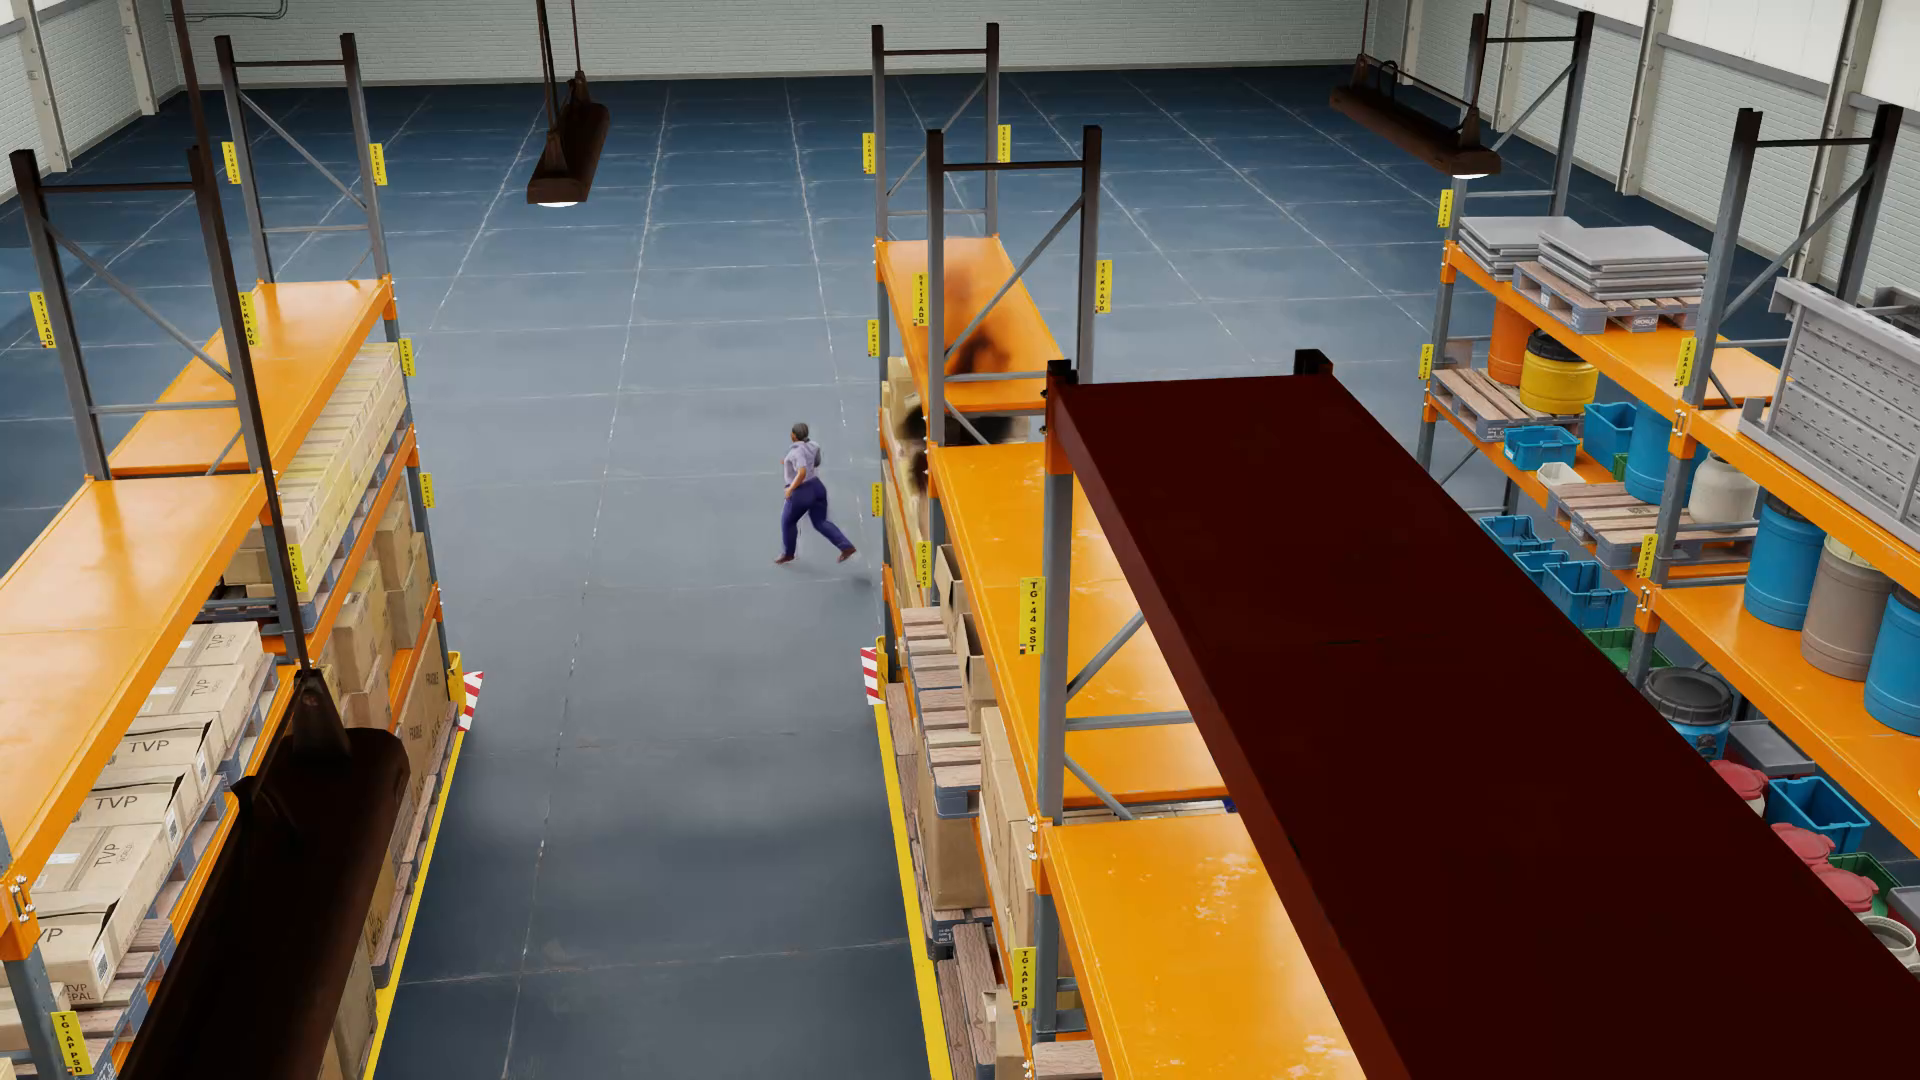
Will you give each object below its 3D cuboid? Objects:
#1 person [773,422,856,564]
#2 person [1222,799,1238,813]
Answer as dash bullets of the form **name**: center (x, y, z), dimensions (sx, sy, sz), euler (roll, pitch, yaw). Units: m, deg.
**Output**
- **person**: center (-1.591, -0.438, 17.531), dimensions (0.939, 1.675, 0.614), euler (16, 30, 30)
- **person**: center (1.886, 2.063, 12.264), dimensions (0.550, 1.626, 0.638), euler (-6, 26, -13)
